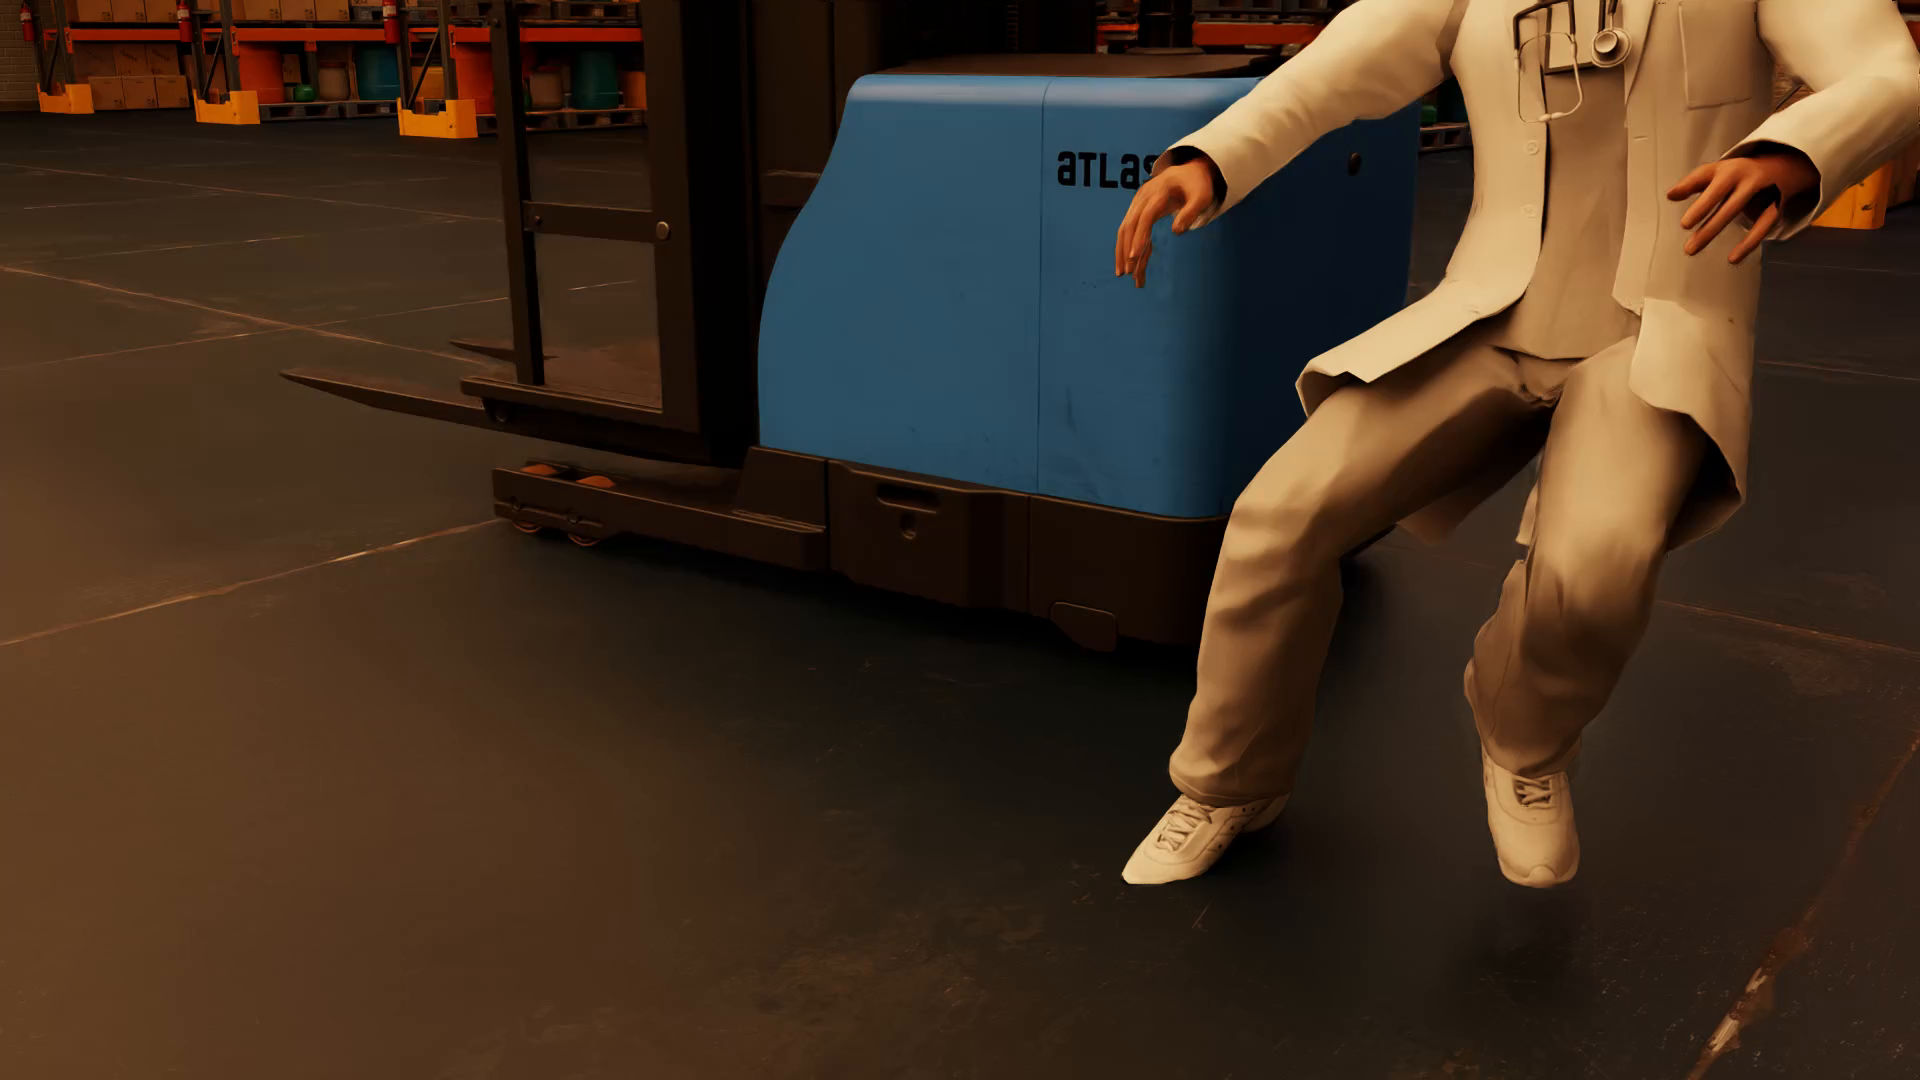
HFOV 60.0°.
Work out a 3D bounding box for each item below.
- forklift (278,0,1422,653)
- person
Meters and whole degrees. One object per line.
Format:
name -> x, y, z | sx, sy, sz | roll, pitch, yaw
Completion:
forklift -> -0.511, -1.500, 3.839 | 3.031, 2.935, 1.130 | 11, 20, 33
person -> 0.721, -0.258, 2.193 | 0.883, 1.624, 0.687 | 11, 20, 32
